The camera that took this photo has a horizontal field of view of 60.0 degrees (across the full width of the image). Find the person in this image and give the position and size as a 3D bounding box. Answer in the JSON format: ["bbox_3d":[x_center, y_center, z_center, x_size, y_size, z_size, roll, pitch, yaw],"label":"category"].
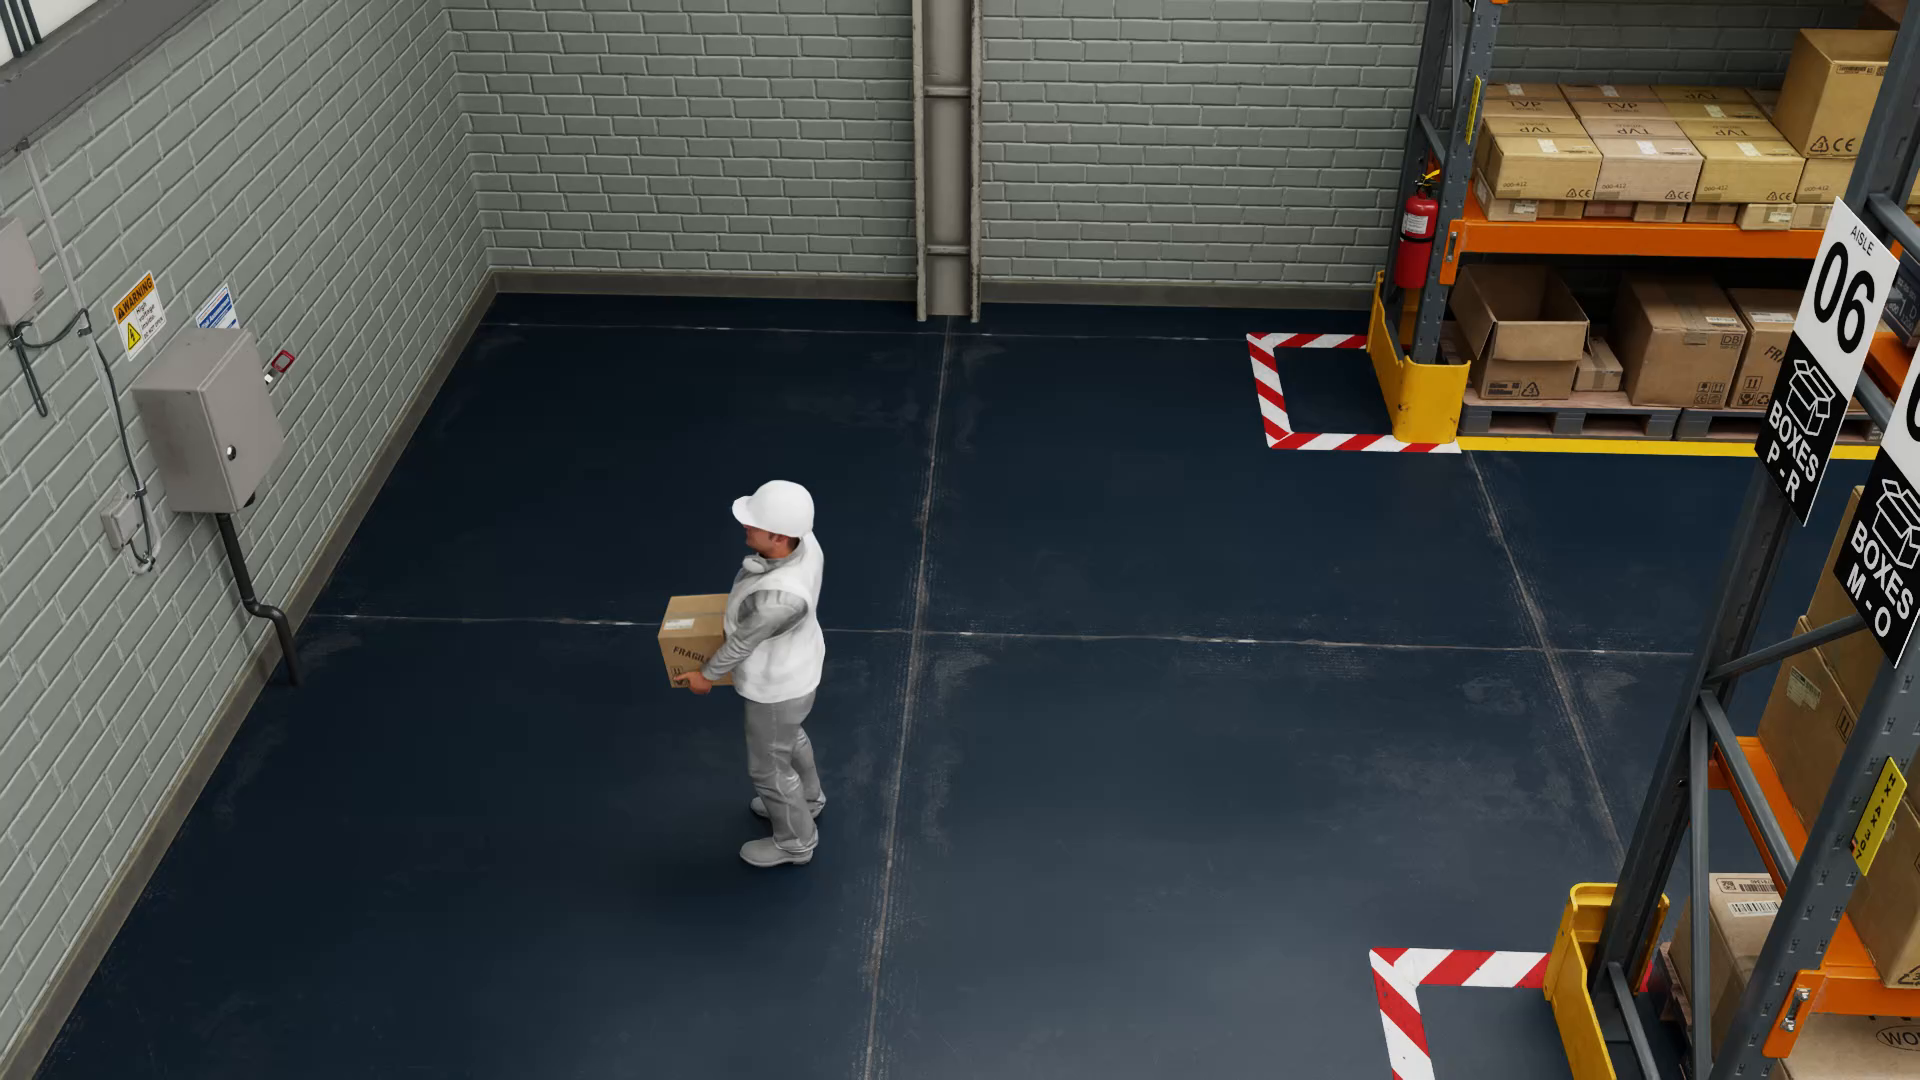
[{"bbox_3d":[-0.797,0.512,6.384,0.558,1.762,0.494,2,36,3],"label":"person"}]
